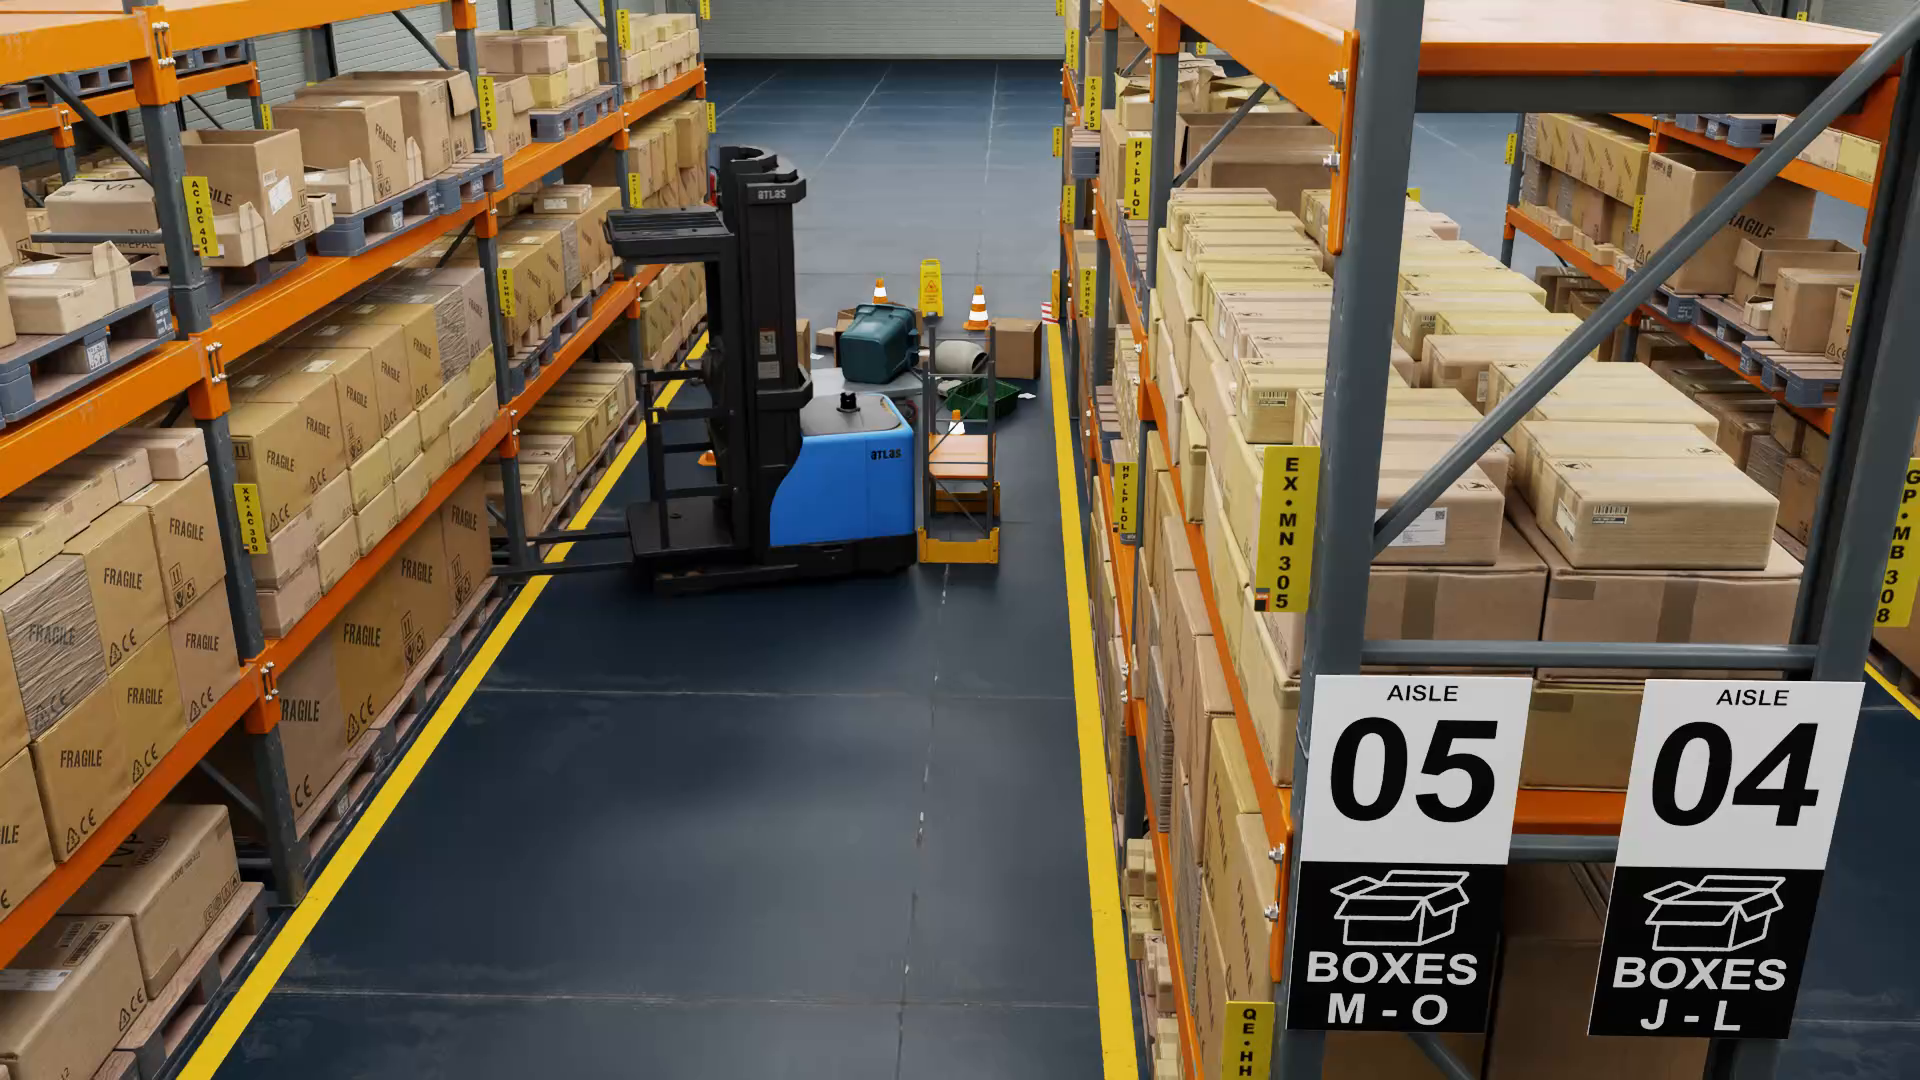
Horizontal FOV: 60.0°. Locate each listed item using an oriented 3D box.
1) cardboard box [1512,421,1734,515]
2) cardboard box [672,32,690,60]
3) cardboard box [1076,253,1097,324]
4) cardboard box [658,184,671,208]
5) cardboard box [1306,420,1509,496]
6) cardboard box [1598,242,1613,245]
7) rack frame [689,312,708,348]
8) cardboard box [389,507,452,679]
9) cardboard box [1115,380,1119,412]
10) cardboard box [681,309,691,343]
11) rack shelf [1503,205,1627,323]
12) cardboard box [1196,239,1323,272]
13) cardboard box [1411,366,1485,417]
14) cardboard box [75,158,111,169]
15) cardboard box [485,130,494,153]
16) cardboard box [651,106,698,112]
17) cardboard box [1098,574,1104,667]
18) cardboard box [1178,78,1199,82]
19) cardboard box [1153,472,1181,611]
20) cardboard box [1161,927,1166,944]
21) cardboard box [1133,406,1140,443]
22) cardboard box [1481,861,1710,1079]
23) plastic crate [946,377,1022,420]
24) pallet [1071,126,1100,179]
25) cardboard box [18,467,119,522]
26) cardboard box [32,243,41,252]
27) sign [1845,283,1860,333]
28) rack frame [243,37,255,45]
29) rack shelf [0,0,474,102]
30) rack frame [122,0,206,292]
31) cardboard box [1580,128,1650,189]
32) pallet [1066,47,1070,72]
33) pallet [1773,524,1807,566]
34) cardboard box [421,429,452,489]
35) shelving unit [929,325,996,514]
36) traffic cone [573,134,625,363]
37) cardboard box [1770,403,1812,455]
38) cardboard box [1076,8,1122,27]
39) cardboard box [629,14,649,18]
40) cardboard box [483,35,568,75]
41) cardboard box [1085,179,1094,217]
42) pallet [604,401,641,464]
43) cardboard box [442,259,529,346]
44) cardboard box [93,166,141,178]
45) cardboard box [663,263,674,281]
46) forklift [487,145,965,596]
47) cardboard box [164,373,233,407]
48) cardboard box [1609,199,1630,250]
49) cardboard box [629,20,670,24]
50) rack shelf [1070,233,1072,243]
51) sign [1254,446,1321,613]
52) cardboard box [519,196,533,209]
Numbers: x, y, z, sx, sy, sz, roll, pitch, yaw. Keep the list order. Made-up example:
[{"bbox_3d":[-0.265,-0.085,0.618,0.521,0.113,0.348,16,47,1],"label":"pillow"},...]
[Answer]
[{"bbox_3d":[1.417,-0.147,3.579,0.380,0.149,0.250,1,21,4],"label":"cardboard box"},{"bbox_3d":[-3.086,-5.093,17.158,0.500,0.250,0.500,0,21,1],"label":"cardboard box"},{"bbox_3d":[1.202,-2.028,13.470,0.500,0.500,0.500,1,21,1],"label":"cardboard box"},{"bbox_3d":[-3.119,-3.254,16.219,0.500,0.500,0.500,0,21,1],"label":"cardboard box"},{"bbox_3d":[0.955,-0.152,3.592,0.380,0.149,0.250,1,21,2],"label":"cardboard box"},{"bbox_3d":[6.307,-2.765,15.855,0.380,0.149,0.250,1,21,2],"label":"cardboard box"},{"bbox_3d":[-3.372,-2.375,18.358,1.003,0.211,1.213,1,21,2],"label":"rack frame"},{"bbox_3d":[-3.689,0.263,10.061,0.875,0.875,0.875,1,21,2],"label":"cardboard box"},{"bbox_3d":[1.174,-0.907,10.487,0.380,0.149,0.250,2,21,4],"label":"cardboard box"},{"bbox_3d":[-3.100,-2.238,17.370,0.500,0.250,0.500,0,21,0],"label":"cardboard box"},{"bbox_3d":[6.535,-2.828,16.666,1.077,0.370,4.000,1,21,2],"label":"rack shelf"},{"bbox_3d":[0.991,-0.907,5.539,0.380,0.149,0.250,0,21,0],"label":"cardboard box"},{"bbox_3d":[1.469,-0.281,4.477,0.500,0.250,0.500,1,21,2],"label":"cardboard box"},{"bbox_3d":[-8.614,-3.672,16.399,0.380,0.149,0.250,0,21,1],"label":"cardboard box"},{"bbox_3d":[-3.366,-2.643,11.234,0.396,0.266,0.258,1,21,2],"label":"cardboard box"},{"bbox_3d":[-3.130,-4.277,17.474,0.700,0.500,0.500,1,21,2],"label":"cardboard box"},{"bbox_3d":[1.098,0.505,9.956,0.500,0.500,0.500,0,21,0],"label":"cardboard box"},{"bbox_3d":[1.655,-3.097,11.705,0.500,0.250,0.500,1,21,3],"label":"cardboard box"},{"bbox_3d":[1.018,0.058,6.302,0.500,0.500,0.500,0,21,0],"label":"cardboard box"},{"bbox_3d":[1.056,1.664,7.043,0.380,0.149,0.250,1,21,1],"label":"cardboard box"},{"bbox_3d":[1.133,-0.614,8.908,0.380,0.149,0.250,0,21,-1],"label":"cardboard box"},{"bbox_3d":[1.433,0.996,3.882,0.500,0.500,0.500,1,21,1],"label":"cardboard box"},{"bbox_3d":[0.215,-1.325,15.604,0.450,0.188,0.662,23,29,25],"label":"plastic crate"},{"bbox_3d":[1.364,-2.629,11.272,1.213,0.211,1.003,2,21,4],"label":"pallet"},{"bbox_3d":[-3.500,-0.173,6.411,0.380,0.149,0.250,1,21,2],"label":"cardboard box"},{"bbox_3d":[-8.161,-2.399,14.082,0.500,0.250,0.500,0,21,0],"label":"cardboard box"},{"bbox_3d":[5.809,-1.500,10.756,0.100,0.325,0.005,1,21,2],"label":"sign"},{"bbox_3d":[-8.271,-6.846,17.732,1.000,3.000,0.127,1,21,2],"label":"rack frame"},{"bbox_3d":[-3.614,-2.655,8.479,1.077,0.370,4.000,1,21,2],"label":"rack shelf"},{"bbox_3d":[-3.675,-2.454,6.413,1.000,3.000,0.127,1,21,2],"label":"rack frame"},{"bbox_3d":[6.242,-3.619,15.778,0.500,0.500,0.500,1,21,2],"label":"cardboard box"},{"bbox_3d":[1.629,-5.067,17.416,1.003,0.211,1.213,1,21,2],"label":"pallet"},{"bbox_3d":[6.377,0.023,12.177,1.003,0.211,1.213,1,21,2],"label":"pallet"},{"bbox_3d":[-3.340,-0.481,9.829,0.500,0.250,0.500,0,21,1],"label":"cardboard box"},{"bbox_3d":[0.004,-0.742,12.367,0.500,1.500,0.985,1,21,2],"label":"shelving unit"},{"bbox_3d":[-2.412,-2.146,14.180,3.046,2.808,1.723,1,21,2],"label":"traffic cone"},{"bbox_3d":[6.349,-0.818,12.301,0.500,0.250,0.500,3,21,8],"label":"cardboard box"},{"bbox_3d":[1.212,-4.563,14.521,0.380,0.149,0.250,0,21,1],"label":"cardboard box"},{"bbox_3d":[-3.525,-5.522,17.713,0.380,0.149,0.250,0,21,1],"label":"cardboard box"},{"bbox_3d":[-3.331,-3.727,12.776,0.500,0.250,0.500,1,21,3],"label":"cardboard box"},{"bbox_3d":[1.565,-3.238,15.027,0.875,0.550,0.550,1,21,2],"label":"cardboard box"},{"bbox_3d":[-3.454,-0.968,14.732,1.003,0.211,1.213,1,21,2],"label":"pallet"},{"bbox_3d":[-3.308,-1.644,11.490,0.500,0.500,0.500,0,21,0],"label":"cardboard box"},{"bbox_3d":[-8.060,-3.482,15.911,0.380,0.149,0.250,1,21,3],"label":"cardboard box"},{"bbox_3d":[-3.061,-2.653,16.508,0.380,0.149,0.250,2,21,5],"label":"cardboard box"},{"bbox_3d":[-1.549,-1.484,12.301,4.086,2.935,2.622,-5,22,-13],"label":"forklift"},{"bbox_3d":[-3.904,-0.521,8.205,0.500,0.500,0.500,1,21,3],"label":"cardboard box"},{"bbox_3d":[6.600,-2.968,15.482,0.875,0.500,0.500,1,21,2],"label":"cardboard box"},{"bbox_3d":[-3.135,-5.158,16.775,0.380,0.149,0.250,1,21,2],"label":"cardboard box"},{"bbox_3d":[1.580,-3.044,16.852,0.919,0.052,3.809,1,21,2],"label":"rack shelf"},{"bbox_3d":[0.600,-0.017,3.056,0.100,0.325,0.005,1,21,2],"label":"sign"},{"bbox_3d":[-3.747,-2.583,13.909,0.500,0.500,0.500,1,21,2],"label":"cardboard box"}]
